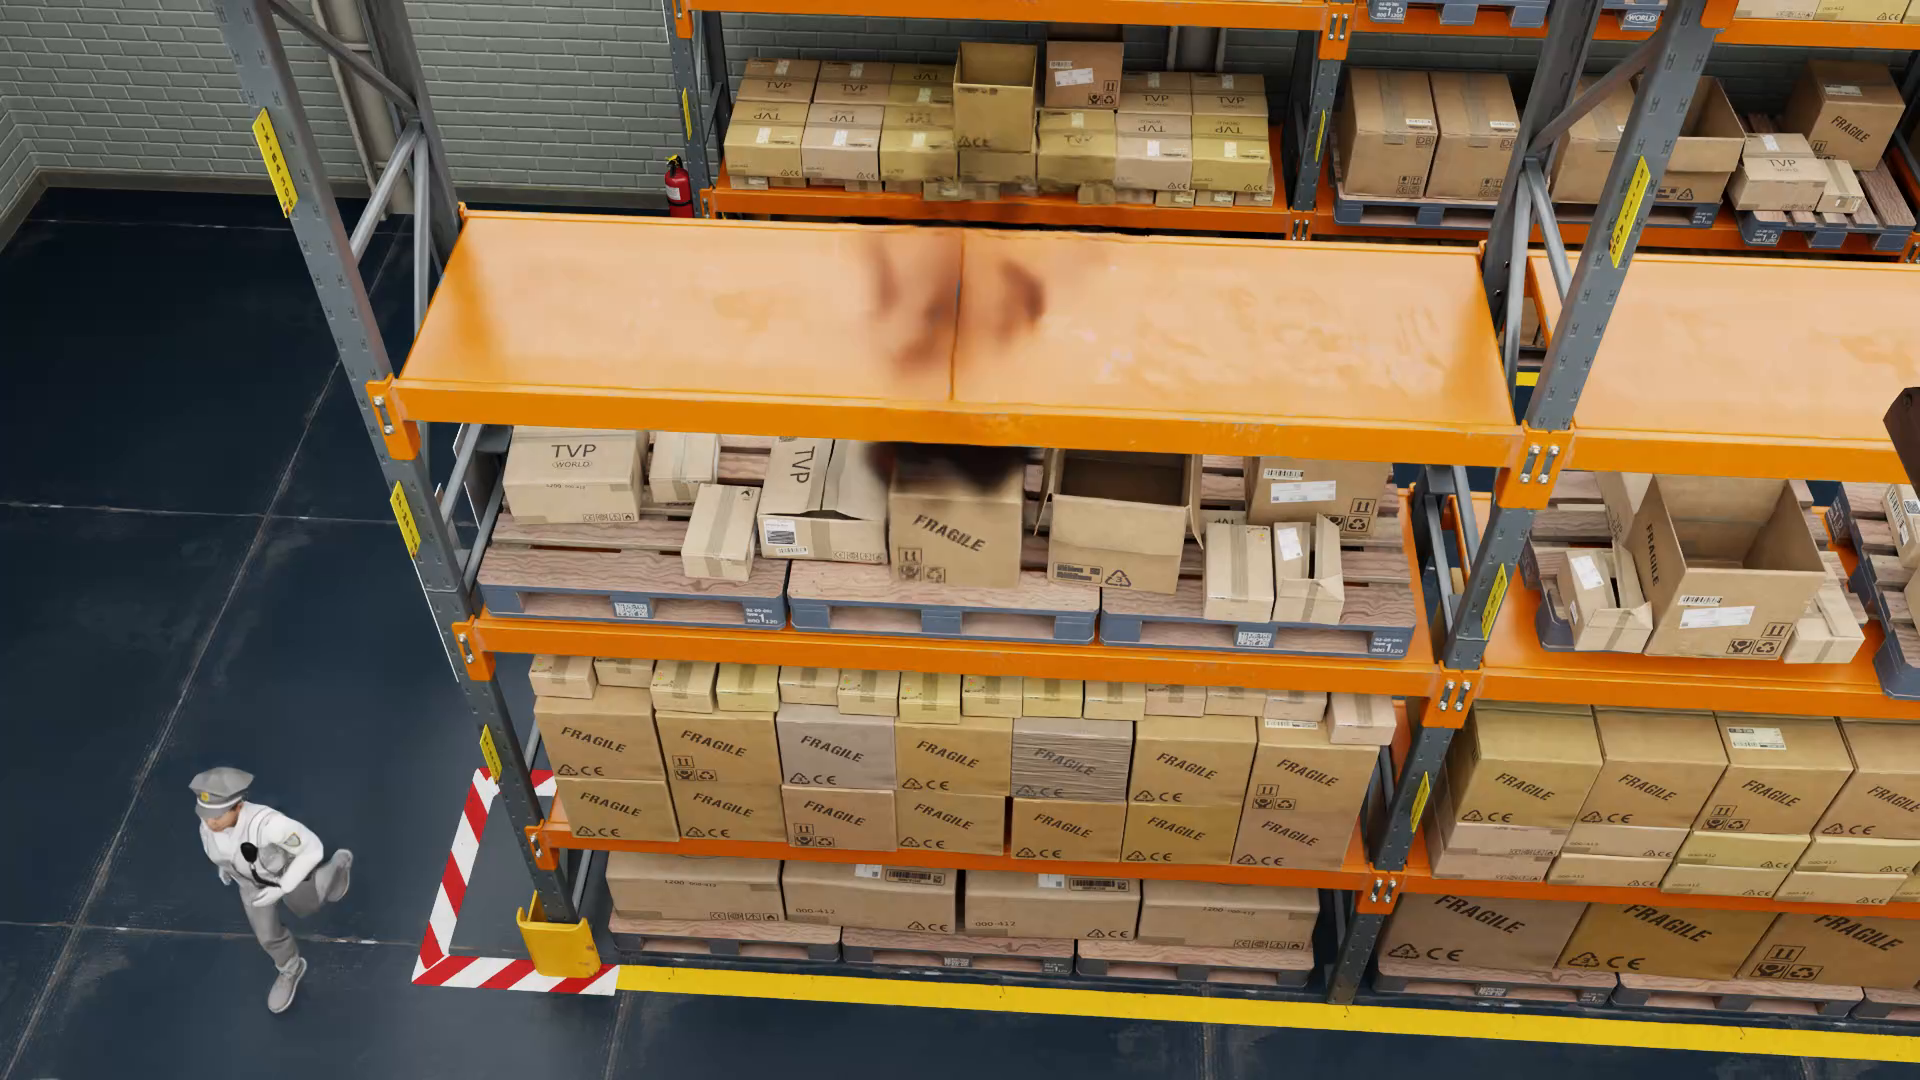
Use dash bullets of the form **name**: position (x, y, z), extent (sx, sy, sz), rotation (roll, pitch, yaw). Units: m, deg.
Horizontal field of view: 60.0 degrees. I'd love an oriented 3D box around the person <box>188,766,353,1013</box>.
- **person**: position (-3.230, 1.536, 7.972), extent (0.624, 1.711, 0.807), rotation (9, 49, 8)
